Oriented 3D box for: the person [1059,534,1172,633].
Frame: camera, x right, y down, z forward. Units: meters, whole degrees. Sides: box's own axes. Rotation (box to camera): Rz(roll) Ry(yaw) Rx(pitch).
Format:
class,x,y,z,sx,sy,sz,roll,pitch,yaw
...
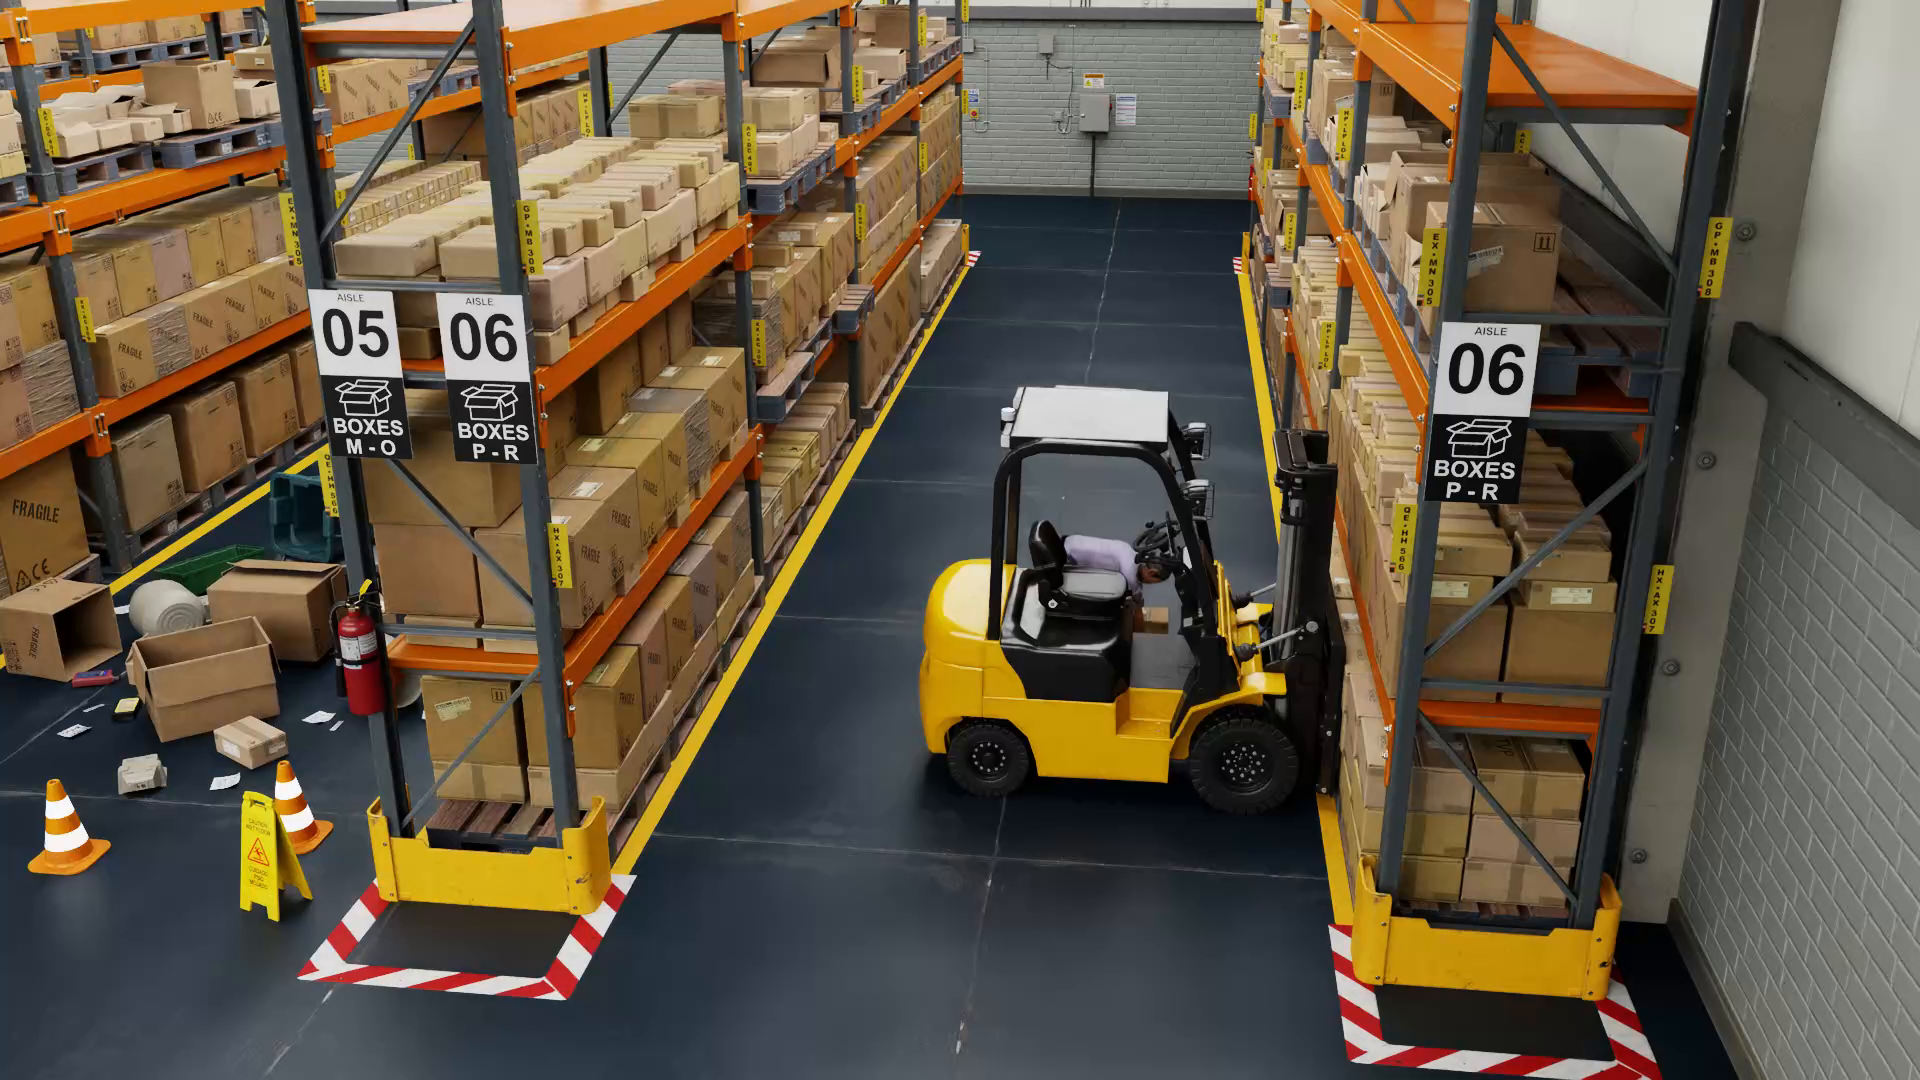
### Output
class,x,y,z,sx,sy,sz,roll,pitch,yaw
person,0.987,0.365,11.351,0.903,0.807,0.523,2,21,4
